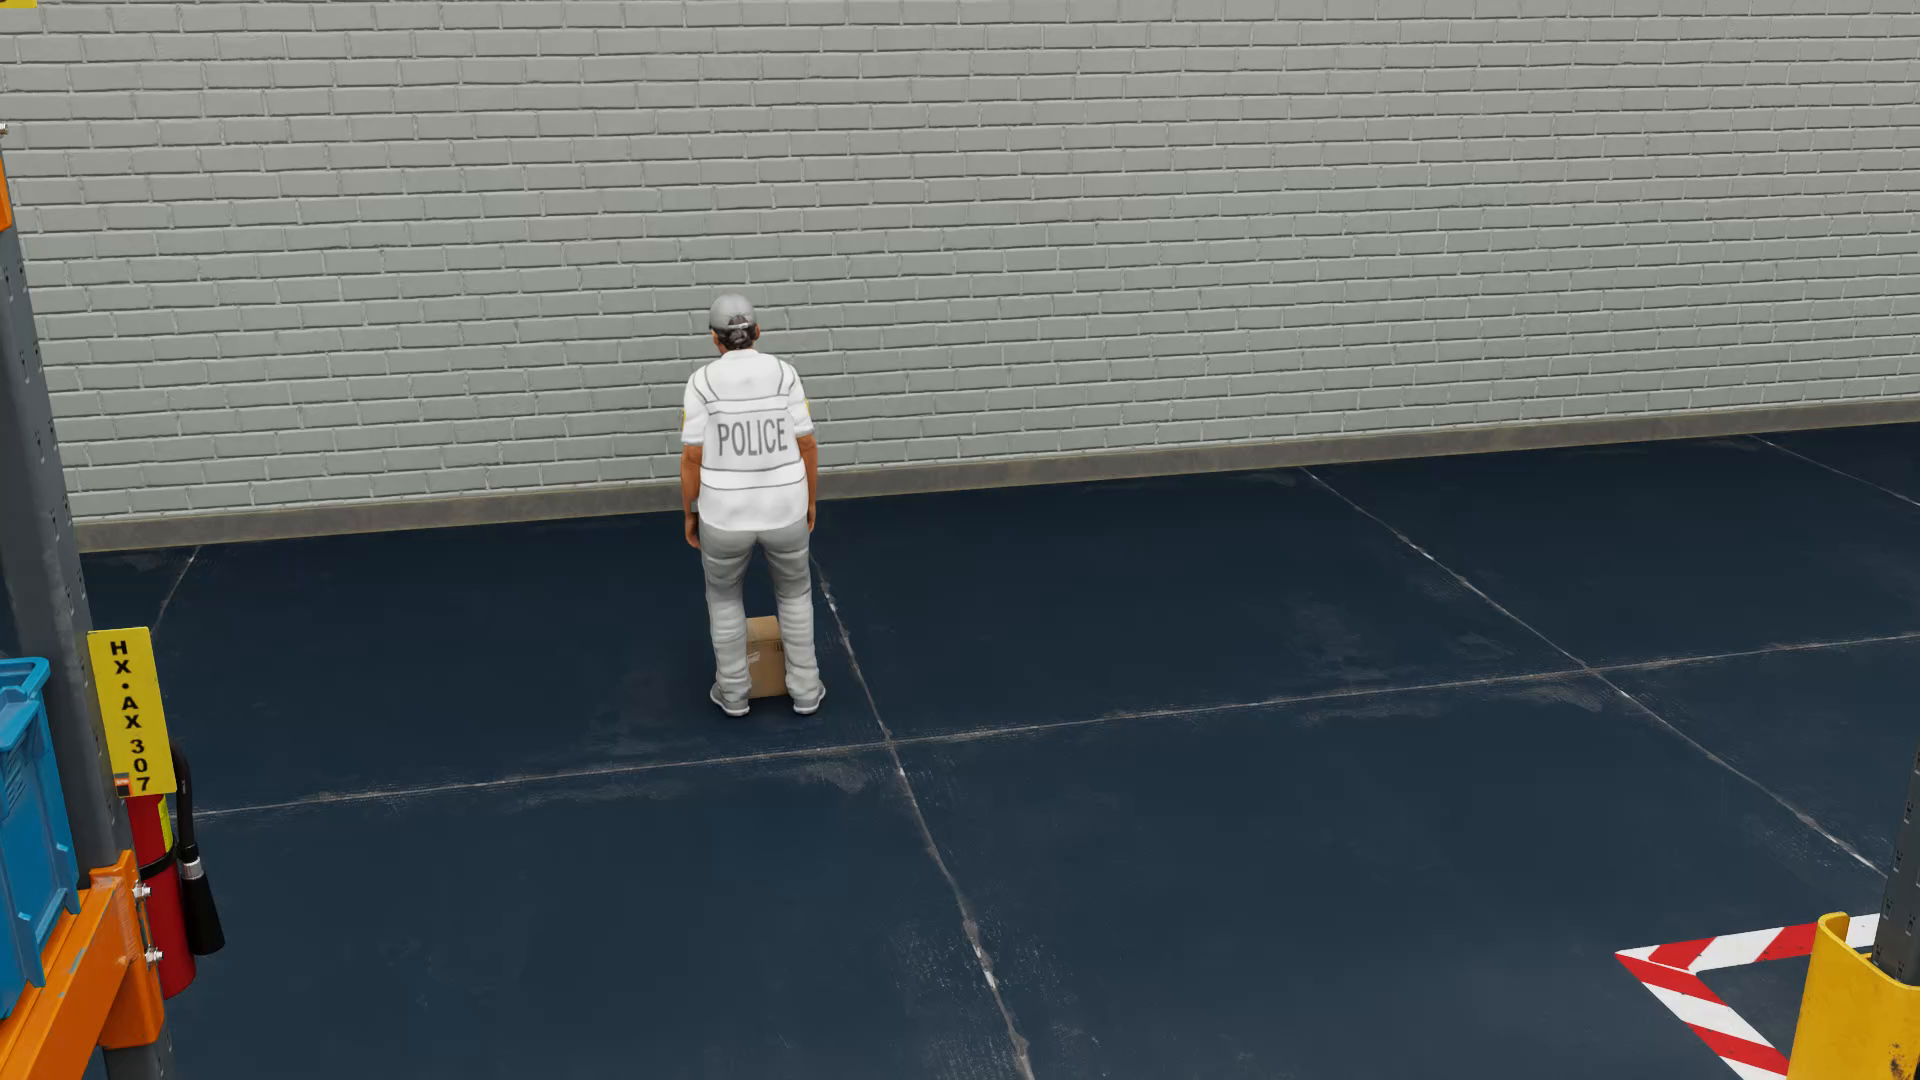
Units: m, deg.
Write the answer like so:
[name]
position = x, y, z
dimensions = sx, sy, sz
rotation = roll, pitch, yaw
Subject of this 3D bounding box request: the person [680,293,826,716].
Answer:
[person]
position = -0.793, -0.111, 6.374
dimensions = 0.547, 1.664, 0.469
rotation = -5, 20, -15
